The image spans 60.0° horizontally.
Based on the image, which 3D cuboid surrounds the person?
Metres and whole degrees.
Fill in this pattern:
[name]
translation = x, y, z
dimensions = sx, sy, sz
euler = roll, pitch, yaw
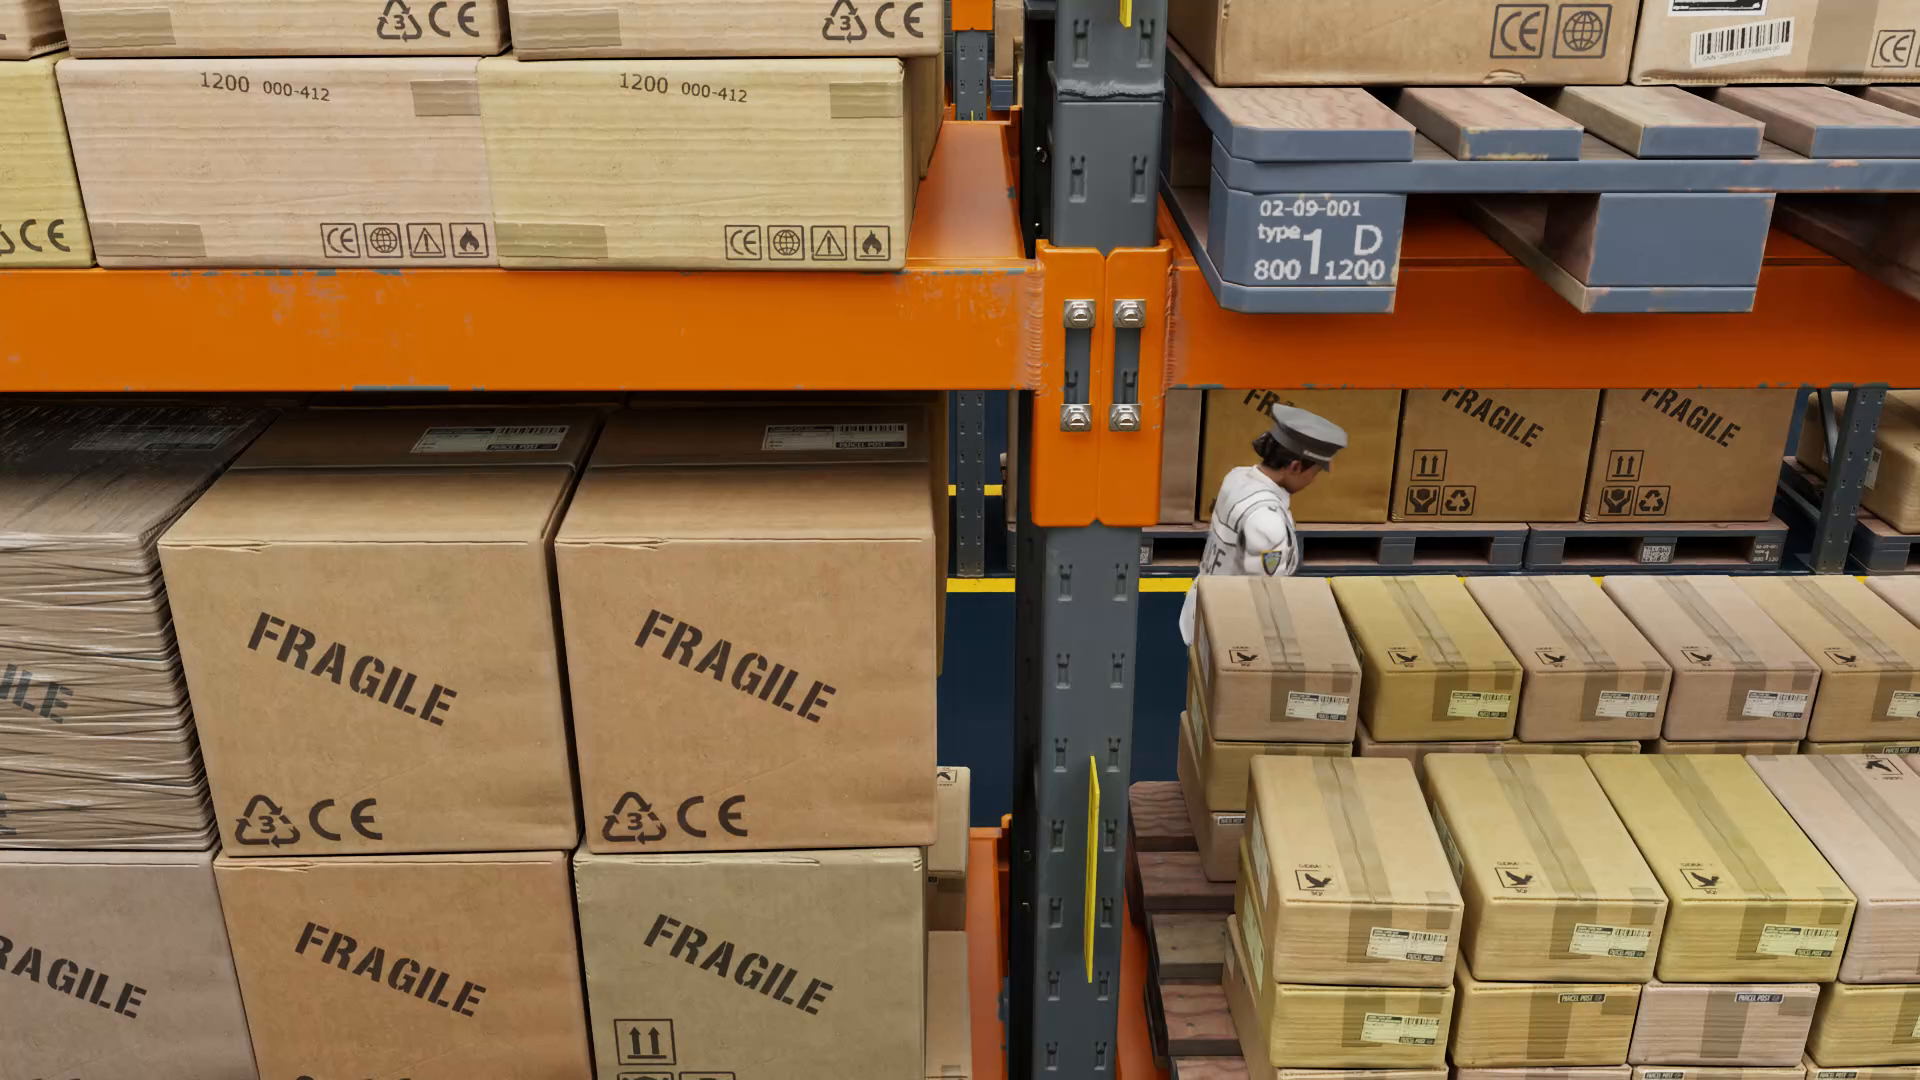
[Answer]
[person]
translation = 0.972, 0.351, 5.467
dimensions = 0.548, 1.559, 0.520
euler = 0, 24, 0
